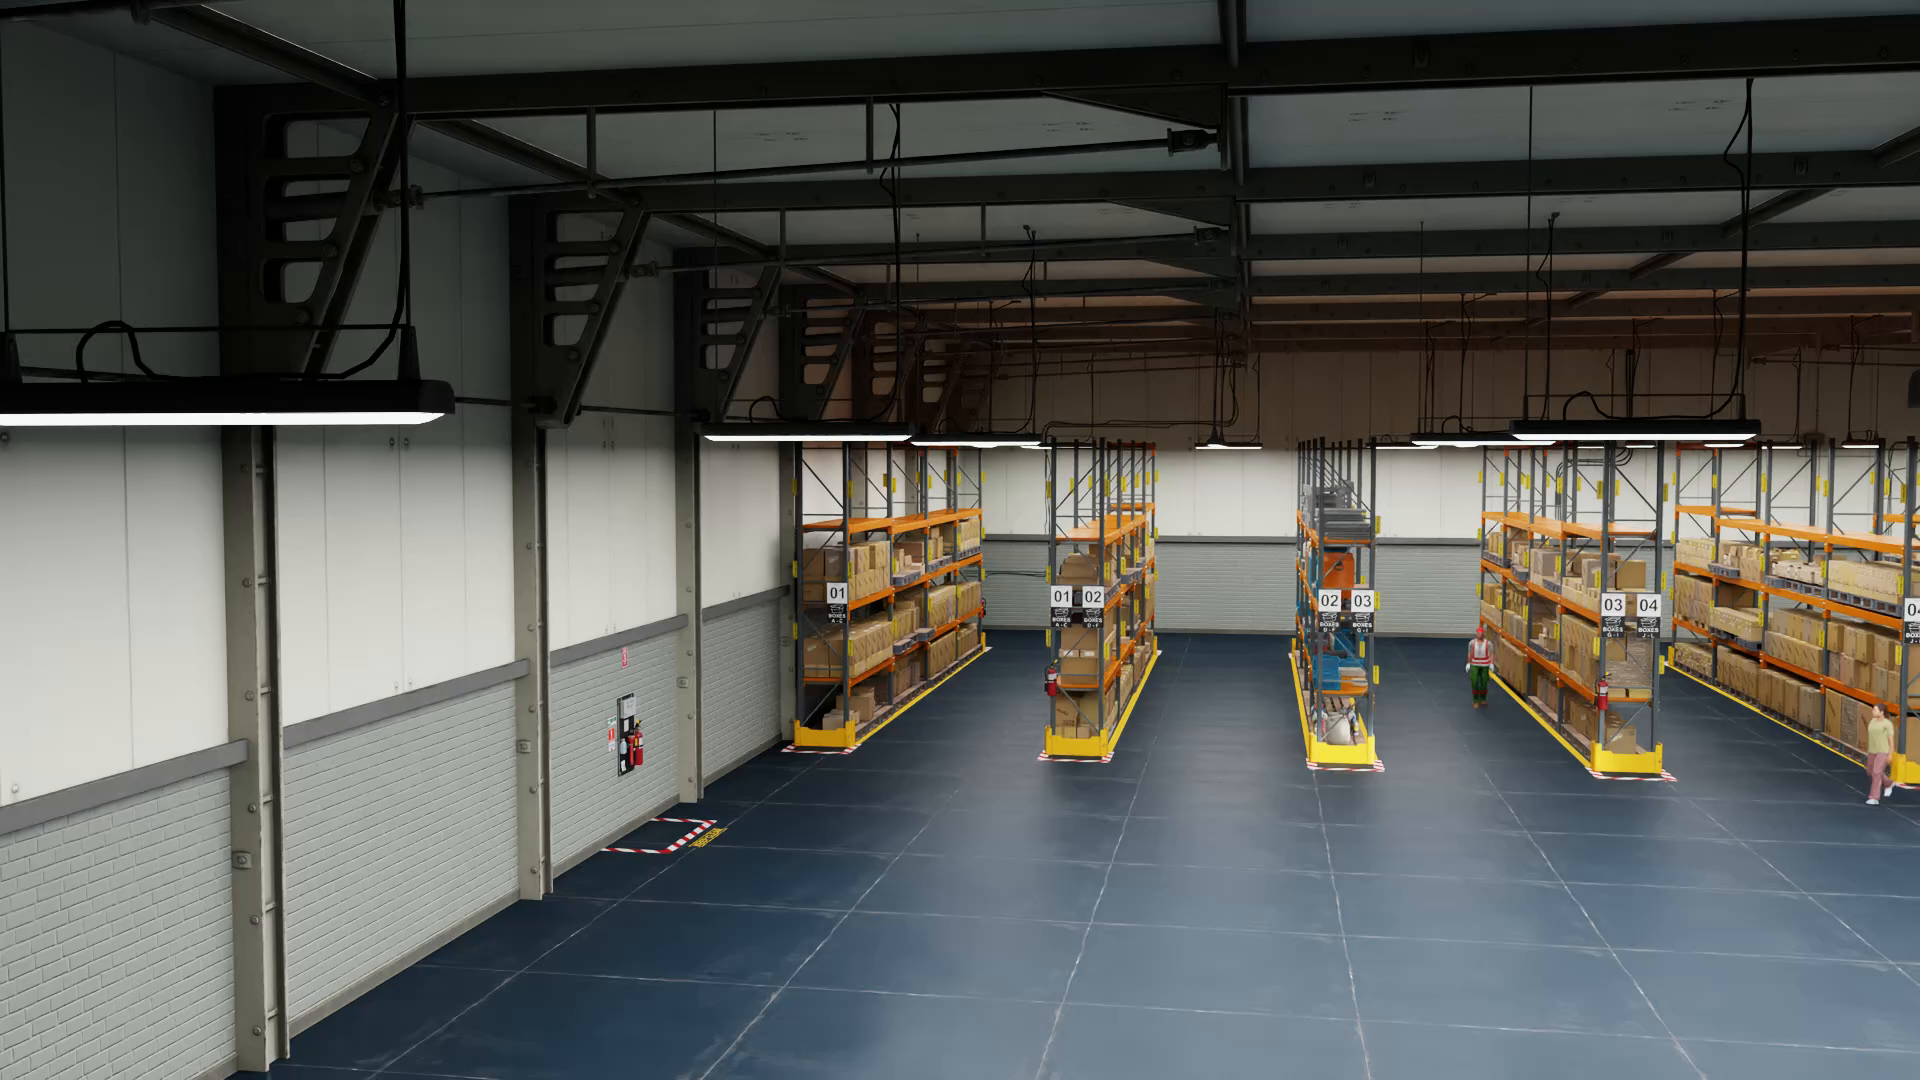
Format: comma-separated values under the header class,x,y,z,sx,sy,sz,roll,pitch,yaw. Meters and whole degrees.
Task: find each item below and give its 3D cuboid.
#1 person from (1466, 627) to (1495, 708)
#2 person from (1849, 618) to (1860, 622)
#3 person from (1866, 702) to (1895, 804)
class,x,y,z,sx,sy,sz,roll,pitch,yaw
person,11.693,2.865,37.377,0.623,1.823,0.596,1,3,22
person,21.295,2.779,39.517,0.549,1.810,0.543,0,3,-7
person,15.003,3.452,27.038,0.810,1.645,0.452,-1,3,-26
